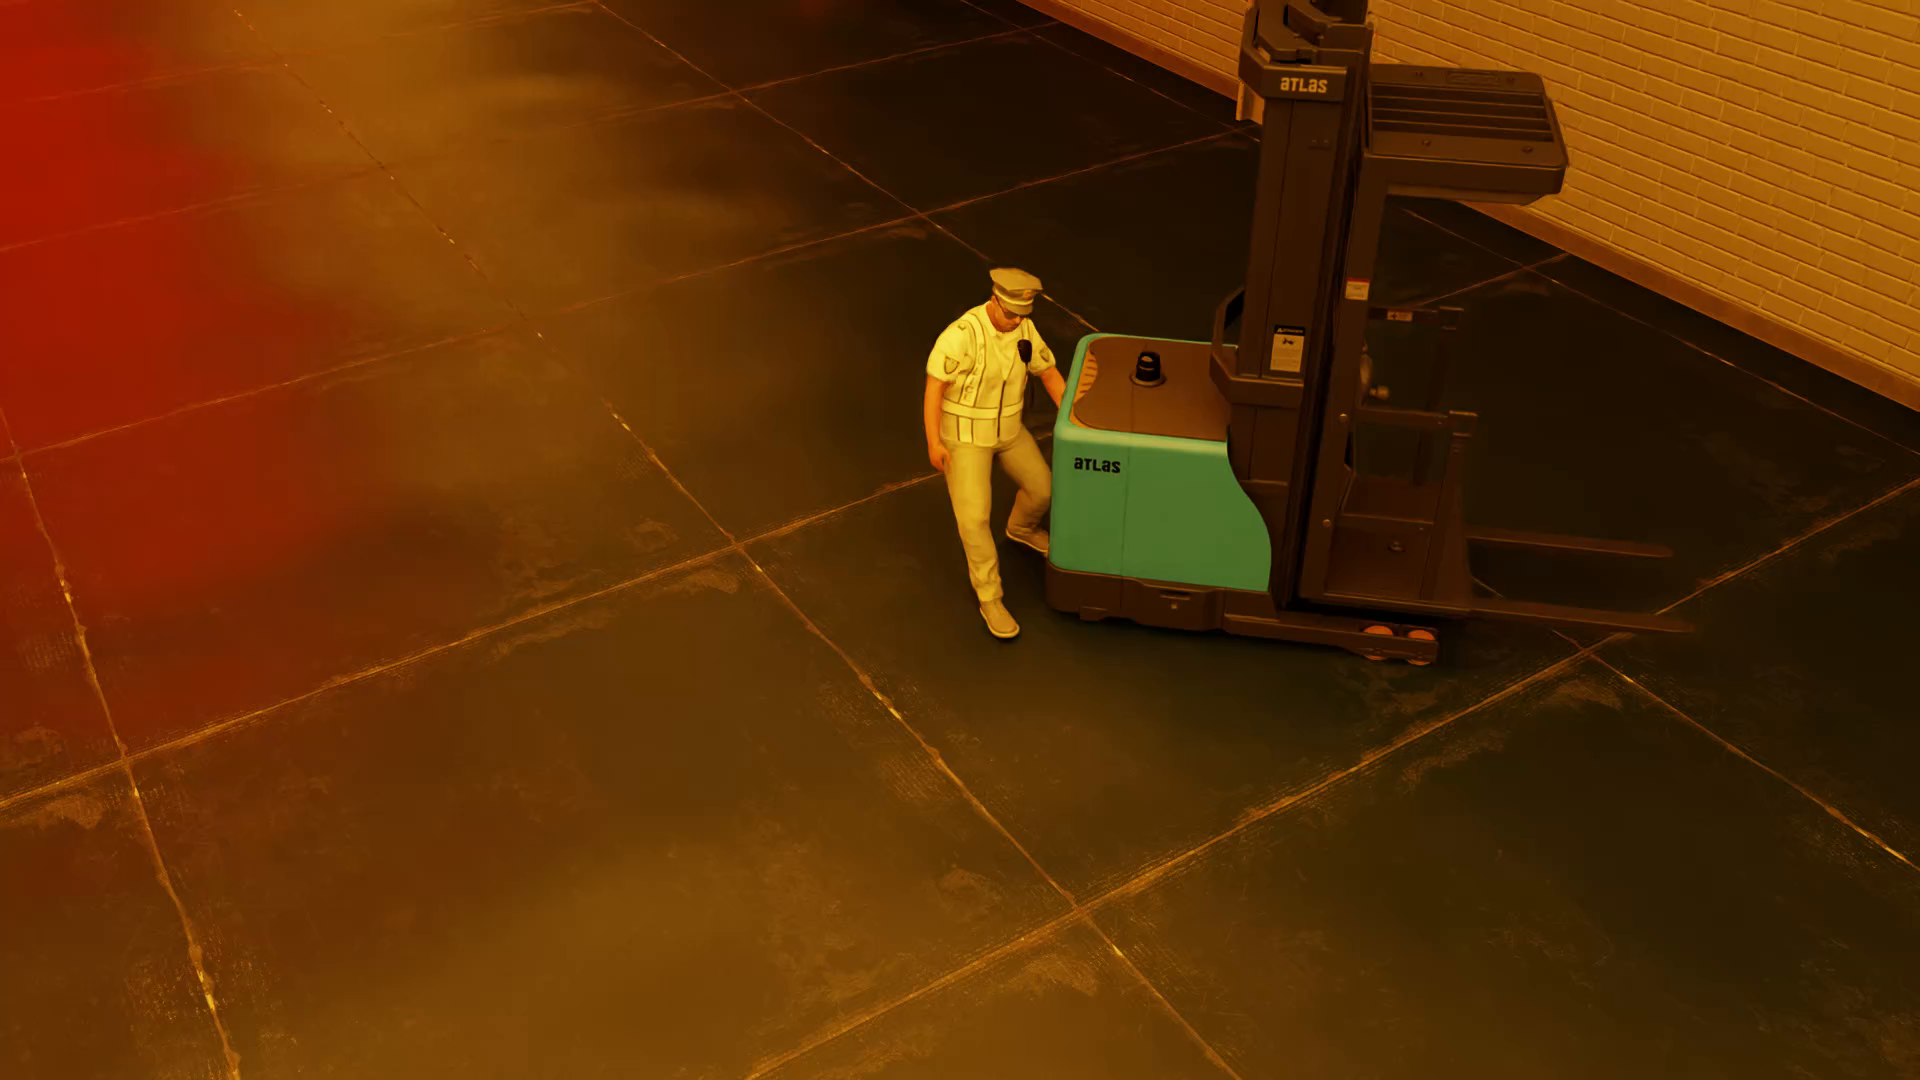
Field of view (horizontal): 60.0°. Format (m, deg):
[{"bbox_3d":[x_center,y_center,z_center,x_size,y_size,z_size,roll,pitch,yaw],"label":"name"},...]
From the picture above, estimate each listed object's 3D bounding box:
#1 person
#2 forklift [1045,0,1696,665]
[{"bbox_3d":[0.270,-0.448,7.932,0.782,1.638,0.868,-19,39,-25],"label":"person"},{"bbox_3d":[1.984,-0.940,7.485,3.031,2.935,1.130,6,36,9],"label":"forklift"}]
